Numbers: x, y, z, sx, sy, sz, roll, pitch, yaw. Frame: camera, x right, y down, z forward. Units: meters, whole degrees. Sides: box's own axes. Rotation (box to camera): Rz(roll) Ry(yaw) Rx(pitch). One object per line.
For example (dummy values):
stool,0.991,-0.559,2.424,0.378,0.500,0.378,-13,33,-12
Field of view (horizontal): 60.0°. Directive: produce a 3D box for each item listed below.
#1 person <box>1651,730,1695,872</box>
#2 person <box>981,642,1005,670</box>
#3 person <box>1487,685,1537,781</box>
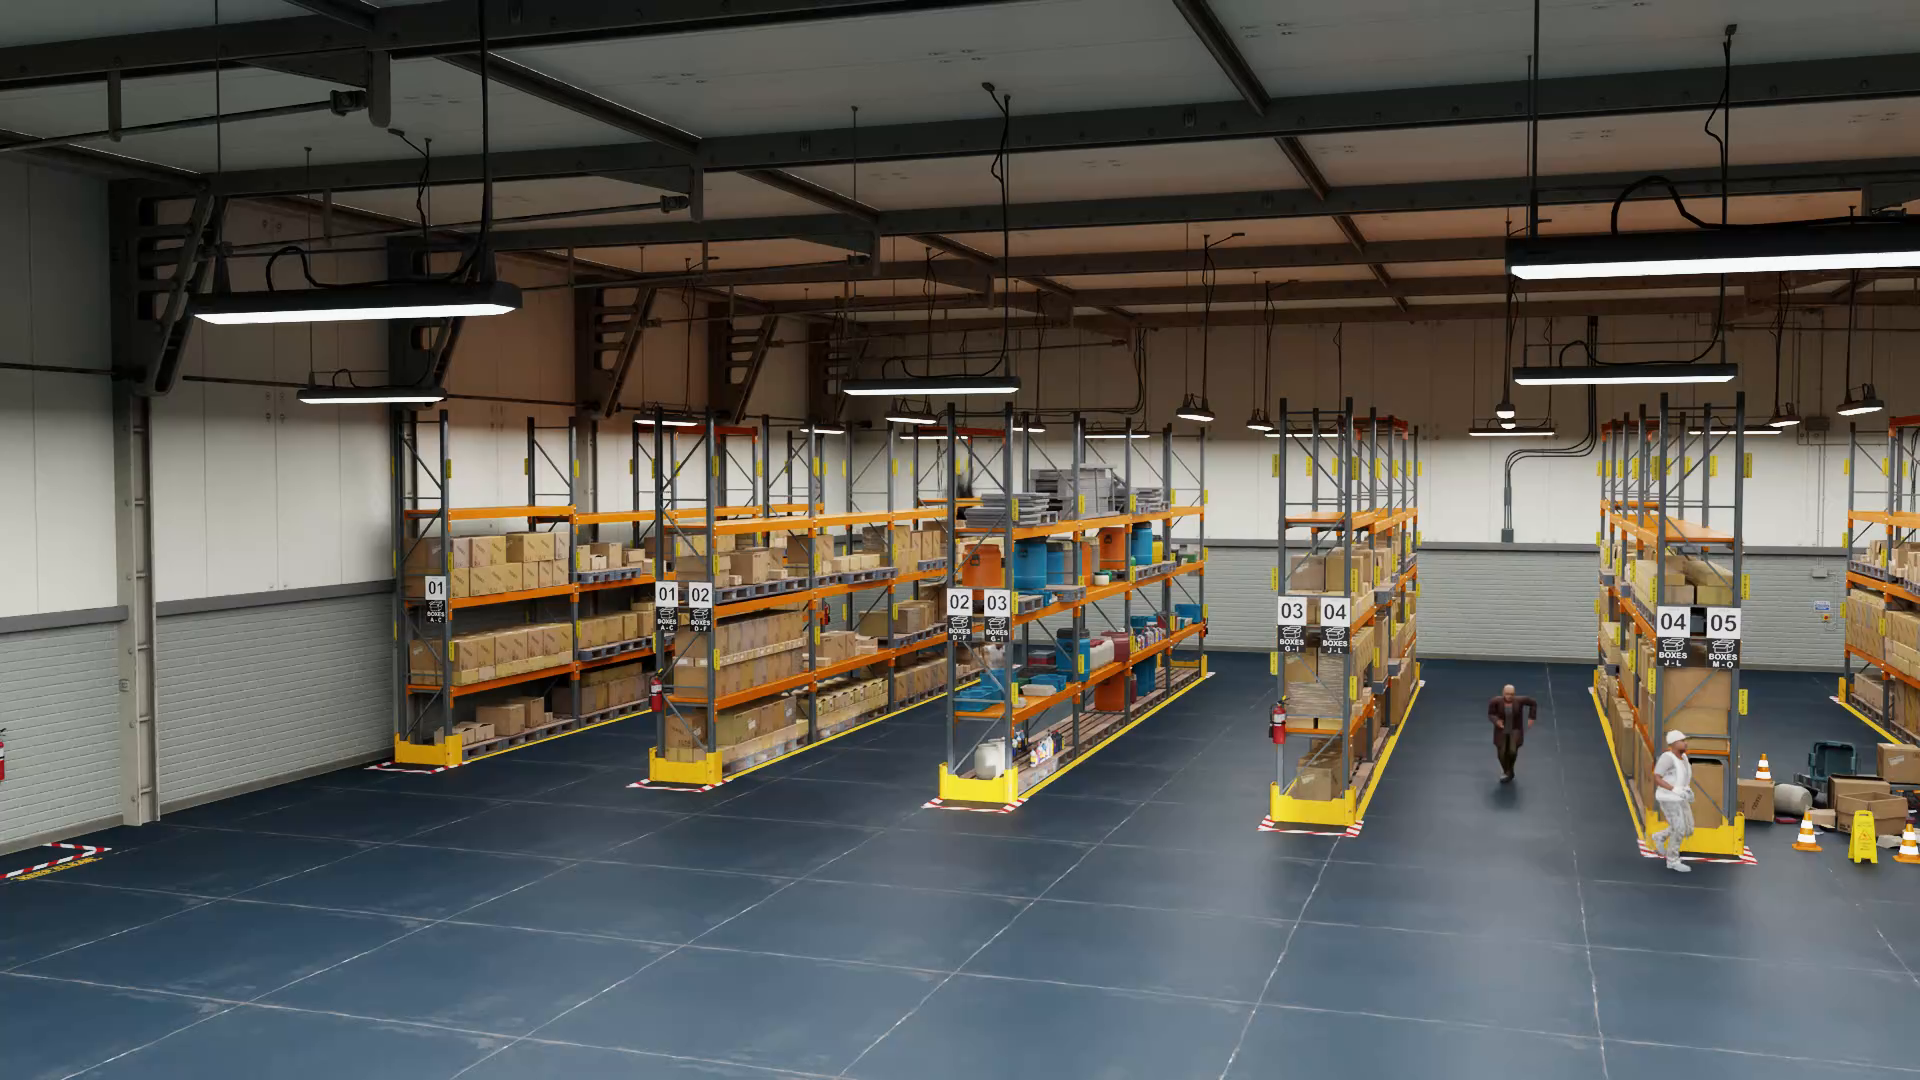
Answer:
person,8.883,3.244,20.765,0.673,1.749,0.647,-2,3,-40
person,0.754,2.755,35.033,0.603,1.493,0.856,0,2,0
person,8.760,3.070,26.396,0.740,1.598,0.912,1,3,21
